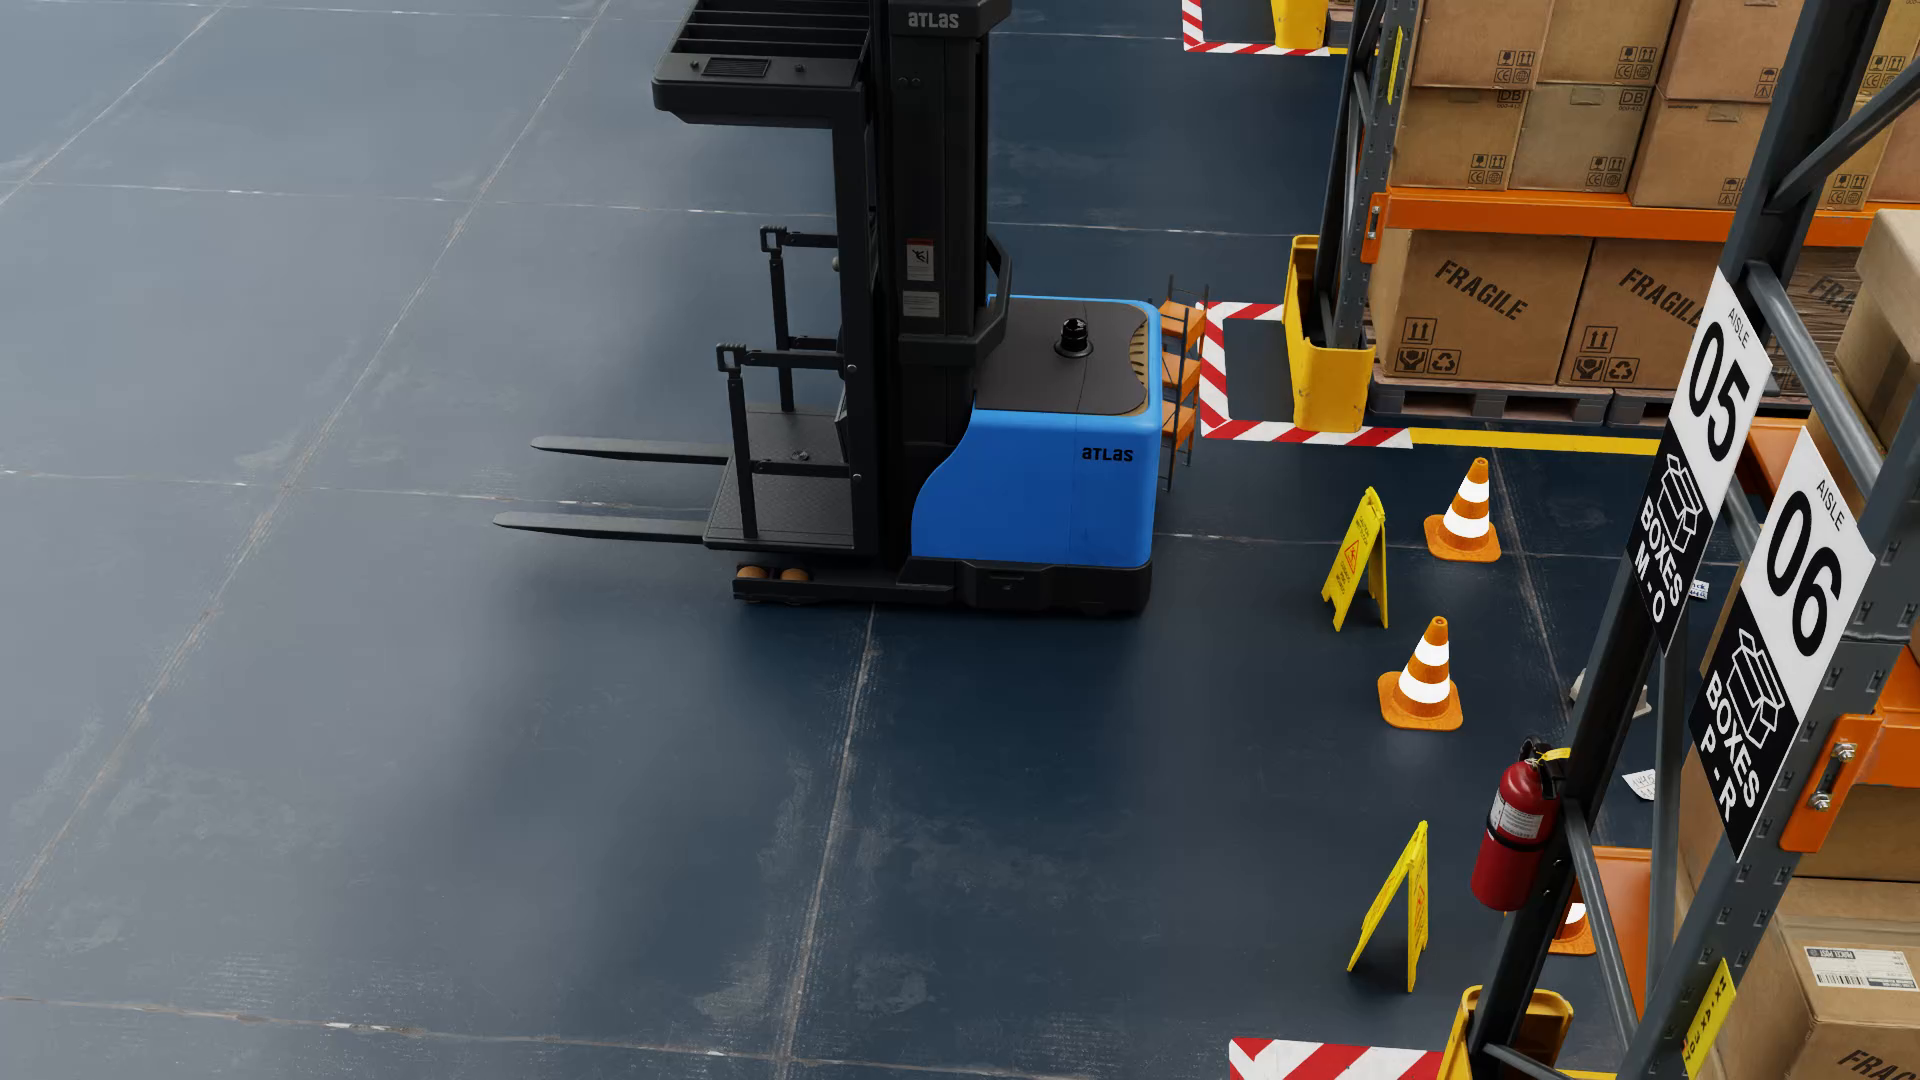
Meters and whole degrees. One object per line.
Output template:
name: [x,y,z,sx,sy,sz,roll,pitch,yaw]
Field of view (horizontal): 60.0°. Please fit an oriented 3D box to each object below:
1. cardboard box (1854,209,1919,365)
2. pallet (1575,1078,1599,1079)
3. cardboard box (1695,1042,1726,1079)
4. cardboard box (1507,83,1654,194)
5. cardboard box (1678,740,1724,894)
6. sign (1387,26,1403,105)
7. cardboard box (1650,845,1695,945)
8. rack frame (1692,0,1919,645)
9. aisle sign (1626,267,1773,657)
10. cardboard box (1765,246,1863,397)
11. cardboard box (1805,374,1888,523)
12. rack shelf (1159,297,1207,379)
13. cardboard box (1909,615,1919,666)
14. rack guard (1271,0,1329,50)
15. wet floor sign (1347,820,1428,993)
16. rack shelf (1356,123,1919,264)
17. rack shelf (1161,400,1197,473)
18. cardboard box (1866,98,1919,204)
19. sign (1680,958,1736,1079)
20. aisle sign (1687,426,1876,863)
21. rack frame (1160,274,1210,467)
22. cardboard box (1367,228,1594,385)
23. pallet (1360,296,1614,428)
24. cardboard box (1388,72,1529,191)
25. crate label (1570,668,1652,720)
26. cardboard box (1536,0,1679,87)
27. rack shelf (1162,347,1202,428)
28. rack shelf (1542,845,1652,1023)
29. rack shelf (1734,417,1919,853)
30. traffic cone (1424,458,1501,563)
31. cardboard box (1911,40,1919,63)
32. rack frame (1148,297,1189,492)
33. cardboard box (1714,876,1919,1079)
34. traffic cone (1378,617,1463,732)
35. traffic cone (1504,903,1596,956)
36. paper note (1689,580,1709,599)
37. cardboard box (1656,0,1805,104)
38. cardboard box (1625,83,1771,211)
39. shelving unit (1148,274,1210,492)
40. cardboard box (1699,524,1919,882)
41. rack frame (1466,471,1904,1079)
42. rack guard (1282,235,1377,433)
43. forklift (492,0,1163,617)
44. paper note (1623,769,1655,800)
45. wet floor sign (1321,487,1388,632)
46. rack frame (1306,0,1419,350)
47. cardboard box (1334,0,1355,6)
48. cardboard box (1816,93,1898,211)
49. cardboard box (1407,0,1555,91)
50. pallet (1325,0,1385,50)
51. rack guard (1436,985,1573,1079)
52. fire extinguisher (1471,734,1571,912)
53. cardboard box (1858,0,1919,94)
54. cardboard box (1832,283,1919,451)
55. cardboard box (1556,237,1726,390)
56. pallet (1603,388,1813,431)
cardboard box: [2.020,-0.511,3.364,0.250,0.149,0.380,3,39,4]
pallet: [2.539,2.183,5.071,1.213,0.211,1.003,3,39,4]
cardboard box: [1.978,1.277,4.174,0.250,0.149,0.380,3,39,4]
cardboard box: [2.907,-2.138,8.052,0.550,0.550,0.875,3,39,4]
cardboard box: [2.222,0.733,4.329,0.500,0.500,0.500,2,39,3]
sign: [1.930,-2.105,7.382,0.005,0.325,0.100,3,39,4]
cardboard box: [2.048,1.014,4.497,0.250,0.149,0.380,4,39,5]
rack frame: [1.657,-1.295,2.384,0.127,3.000,1.000,3,39,4]
aisle sign: [1.620,-0.163,3.685,0.004,0.787,0.394,3,39,4]
cardboard box: [4.450,-1.333,8.533,0.875,0.875,0.875,3,39,4]
cardboard box: [2.037,-0.191,3.602,0.250,0.149,0.380,3,39,4]
rack shelf: [1.012,-0.954,7.828,0.215,0.259,0.240,19,43,22]
cardboard box: [1.960,0.188,3.137,0.250,0.149,0.380,3,39,4]
rack guard: [2.588,-4.228,12.719,0.348,0.500,1.175,3,39,4]
wet floor sign: [1.560,1.261,5.860,0.232,0.644,0.267,16,42,19]
rack shelf: [3.976,-1.700,8.202,4.000,0.370,1.077,3,39,4]
rack shelf: [1.012,-0.518,8.182,0.215,0.259,0.240,19,43,22]
cardboard box: [4.522,-2.060,7.956,0.550,0.550,0.875,3,39,4]
sign: [1.611,1.037,3.585,0.005,0.325,0.100,3,39,4]
aisle sign: [1.569,0.215,3.221,0.004,0.787,0.394,3,39,4]
rack frame: [1.071,-0.809,8.083,0.200,1.050,0.008,19,43,22]
cardboard box: [2.665,-1.431,8.653,0.875,0.875,0.875,3,39,4]
pallet: [2.787,-1.012,8.996,1.213,0.211,1.003,3,39,4]
cardboard box: [2.357,-2.154,8.072,0.550,0.550,0.875,3,39,4]
crate label: [2.743,0.641,7.025,0.298,0.136,0.250,-16,42,-19]
cardboard box: [2.906,-2.548,7.700,0.550,0.550,0.875,3,39,4]
rack shelf: [1.012,-0.734,8.007,0.215,0.259,0.240,19,43,22]
rack shelf: [3.650,1.419,4.371,4.000,0.370,1.077,3,39,4]
rack shelf: [3.650,0.256,3.424,4.000,0.370,1.077,3,39,4]
traffic cone: [2.390,-0.182,7.777,0.334,0.463,0.336,3,39,4]
cardboard box: [4.520,-2.461,7.594,0.550,0.550,0.875,3,39,4]
rack frame: [0.952,-0.674,7.917,0.200,1.050,0.008,19,43,22]
cardboard box: [2.105,1.077,3.906,0.500,0.500,0.500,3,39,3]
traffic cone: [1.954,0.511,6.927,0.334,0.463,0.336,3,39,4]
traffic cone: [2.197,1.227,6.046,0.334,0.463,0.336,3,39,4]
paper note: [3.358,0.216,7.633,0.142,0.017,0.144,16,42,19]
cardboard box: [3.452,-2.432,7.558,0.550,0.550,0.875,3,39,4]
cardboard box: [3.454,-2.028,7.917,0.550,0.550,0.875,3,39,4]
shelving unit: [1.012,-0.742,8.000,0.215,1.050,0.252,19,43,22]
cardboard box: [2.185,0.380,3.971,0.500,0.500,0.700,2,39,3]
rack frame: [1.657,1.031,4.277,0.127,3.000,1.000,3,39,4]
rack guard: [1.960,-1.119,8.900,0.348,0.500,1.175,3,39,4]
forklift: [-0.621,-1.171,7.037,3.031,2.935,1.130,3,39,4]
paper note: [2.771,0.982,6.689,0.142,0.019,0.148,-10,40,-12]
wet floor sign: [1.784,0.069,7.324,0.232,0.644,0.267,-3,39,-4]
rack frame: [1.984,-2.087,8.109,0.127,3.000,1.000,3,39,4]
cardboard box: [3.133,-4.350,12.536,0.500,0.500,0.500,10,40,12]
cardboard box: [3.986,-2.025,7.914,0.500,0.550,0.875,3,39,4]
cardboard box: [2.350,-2.520,7.666,0.550,0.550,0.875,3,39,4]
pallet: [3.394,-4.049,12.728,1.213,0.211,1.003,3,39,4]
rack guard: [1.733,2.005,5.061,0.348,0.500,1.175,3,39,4]
fire extinguisher: [1.583,0.765,4.666,0.183,0.674,0.296,3,39,4]
cardboard box: [3.991,-2.485,7.623,0.500,0.550,0.875,3,39,4]
cardboard box: [2.190,-0.331,3.458,0.500,0.250,0.500,3,39,3]
cardboard box: [3.542,-1.384,8.596,0.875,0.875,0.875,3,39,3]
pallet: [3.999,-0.944,8.913,1.213,0.211,1.003,3,39,4]
